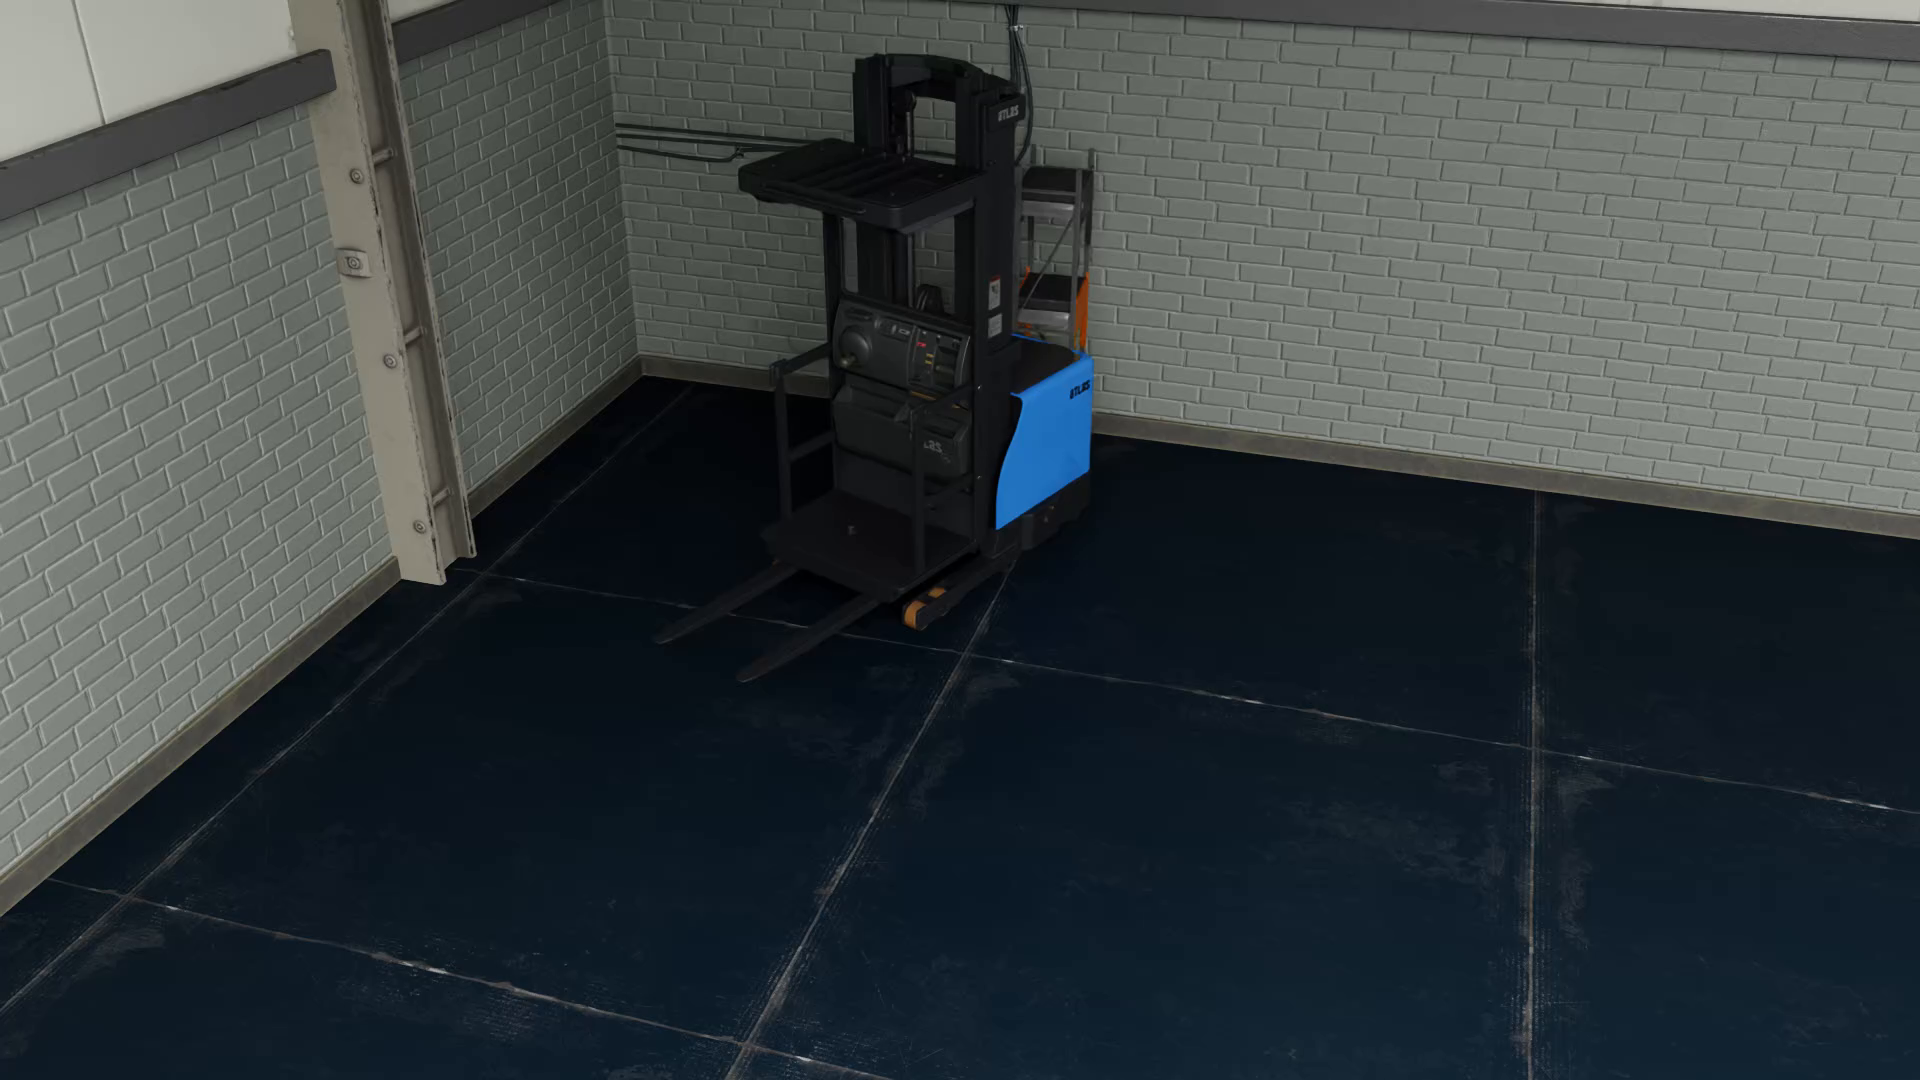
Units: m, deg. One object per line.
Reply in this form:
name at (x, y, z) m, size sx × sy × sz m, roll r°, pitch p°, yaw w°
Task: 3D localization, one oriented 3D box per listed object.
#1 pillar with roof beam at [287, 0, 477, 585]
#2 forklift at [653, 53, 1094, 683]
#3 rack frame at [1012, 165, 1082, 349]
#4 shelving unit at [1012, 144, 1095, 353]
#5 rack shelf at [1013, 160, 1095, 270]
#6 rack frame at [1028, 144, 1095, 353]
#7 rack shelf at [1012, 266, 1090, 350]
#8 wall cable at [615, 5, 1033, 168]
pillar with roof beam at (0.970, -3.164, 6.717) m, size 9.100 × 9.000 × 0.400 m, roll 8°, pitch 30°, yaw 15°
forklift at (-0.460, -1.041, 9.142) m, size 1.130 × 2.935 × 3.031 m, roll 20°, pitch 35°, yaw 32°
rack frame at (0.526, -1.313, 10.481) m, size 0.400 × 2.100 × 0.015 m, roll 7°, pitch 30°, yaw 11°
shelving unit at (0.580, -1.428, 10.689) m, size 0.431 × 2.100 × 0.503 m, roll 7°, pitch 30°, yaw 11°
rack shelf at (0.585, -2.027, 10.354) m, size 0.431 × 0.518 × 0.480 m, roll 7°, pitch 30°, yaw 11°
rack frame at (0.634, -1.544, 10.897) m, size 0.400 × 2.100 × 0.015 m, roll 7°, pitch 30°, yaw 11°
rack shelf at (0.580, -1.416, 10.696) m, size 0.431 × 0.518 × 0.480 m, roll 7°, pitch 30°, yaw 11°
wall cable at (-1.017, -3.602, 10.697) m, size 3.097 × 2.526 × 0.112 m, roll 8°, pitch 30°, yaw 15°
